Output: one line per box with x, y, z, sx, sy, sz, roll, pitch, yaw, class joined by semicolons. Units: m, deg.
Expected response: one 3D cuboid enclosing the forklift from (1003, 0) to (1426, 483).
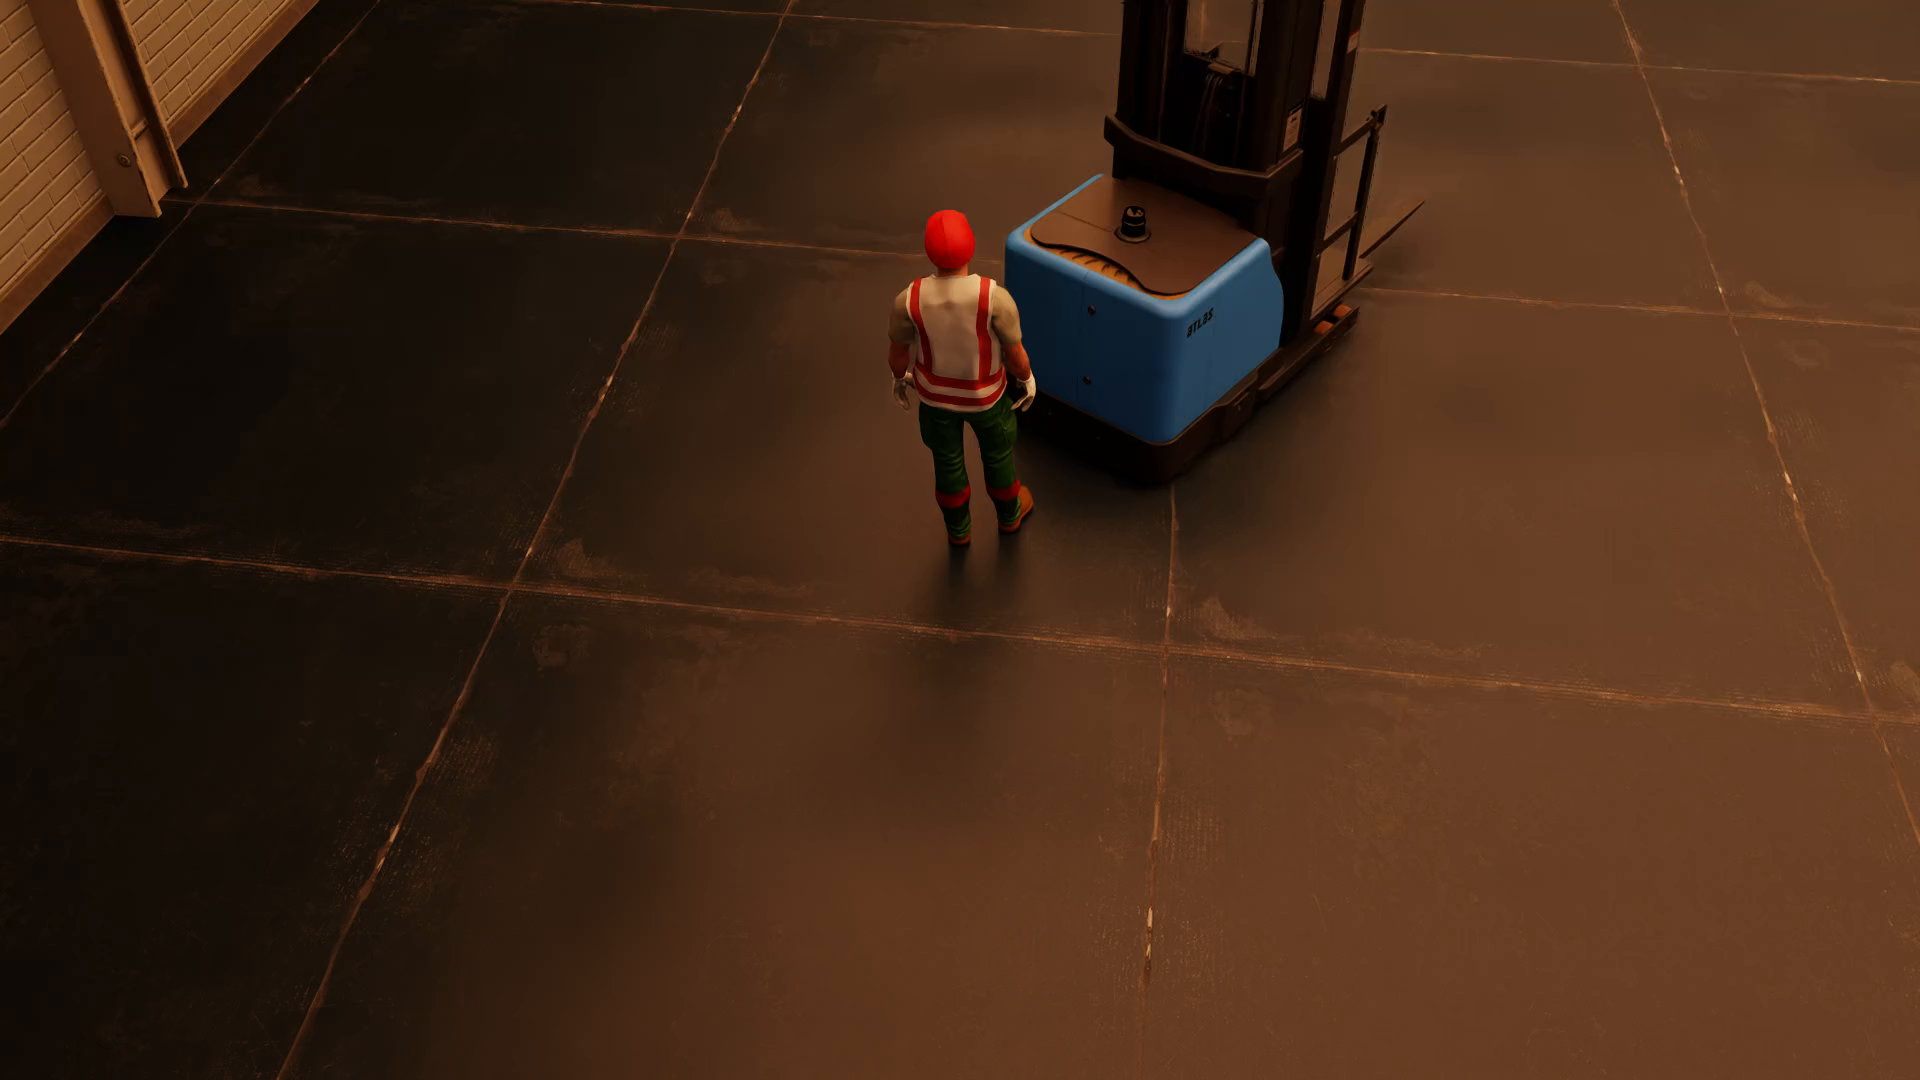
1.521;-2.290;8.217;1.130;2.935;3.031;29;50;28;forklift

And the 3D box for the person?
0.023;-0.715;7.339;0.637;1.782;0.564;5;43;6;person
